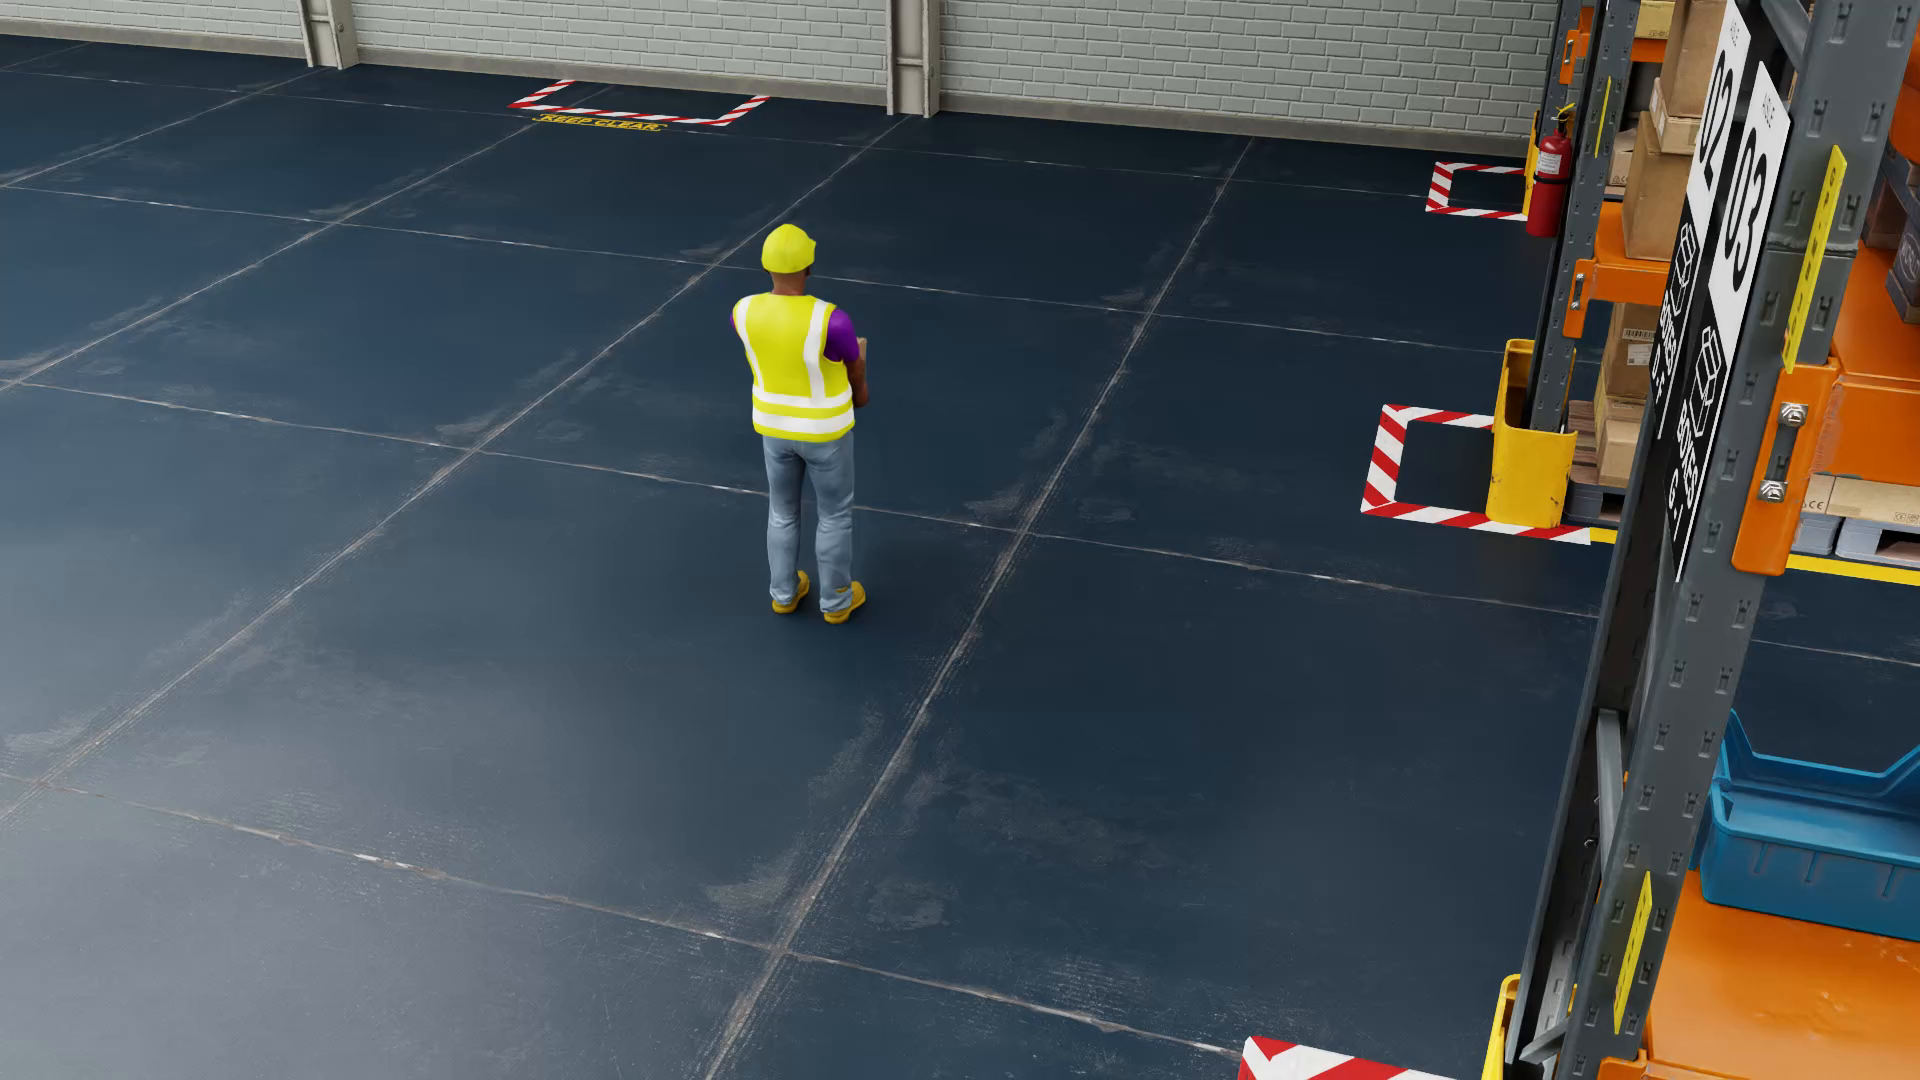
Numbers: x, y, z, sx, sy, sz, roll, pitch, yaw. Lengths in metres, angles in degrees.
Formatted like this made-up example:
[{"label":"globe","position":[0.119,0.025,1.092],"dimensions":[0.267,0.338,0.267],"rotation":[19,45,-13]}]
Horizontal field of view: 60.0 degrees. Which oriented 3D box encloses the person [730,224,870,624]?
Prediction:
[{"label":"person","position":[-0.630,-0.521,7.042],"dimensions":[0.504,1.762,0.575],"rotation":[9,30,15]}]
